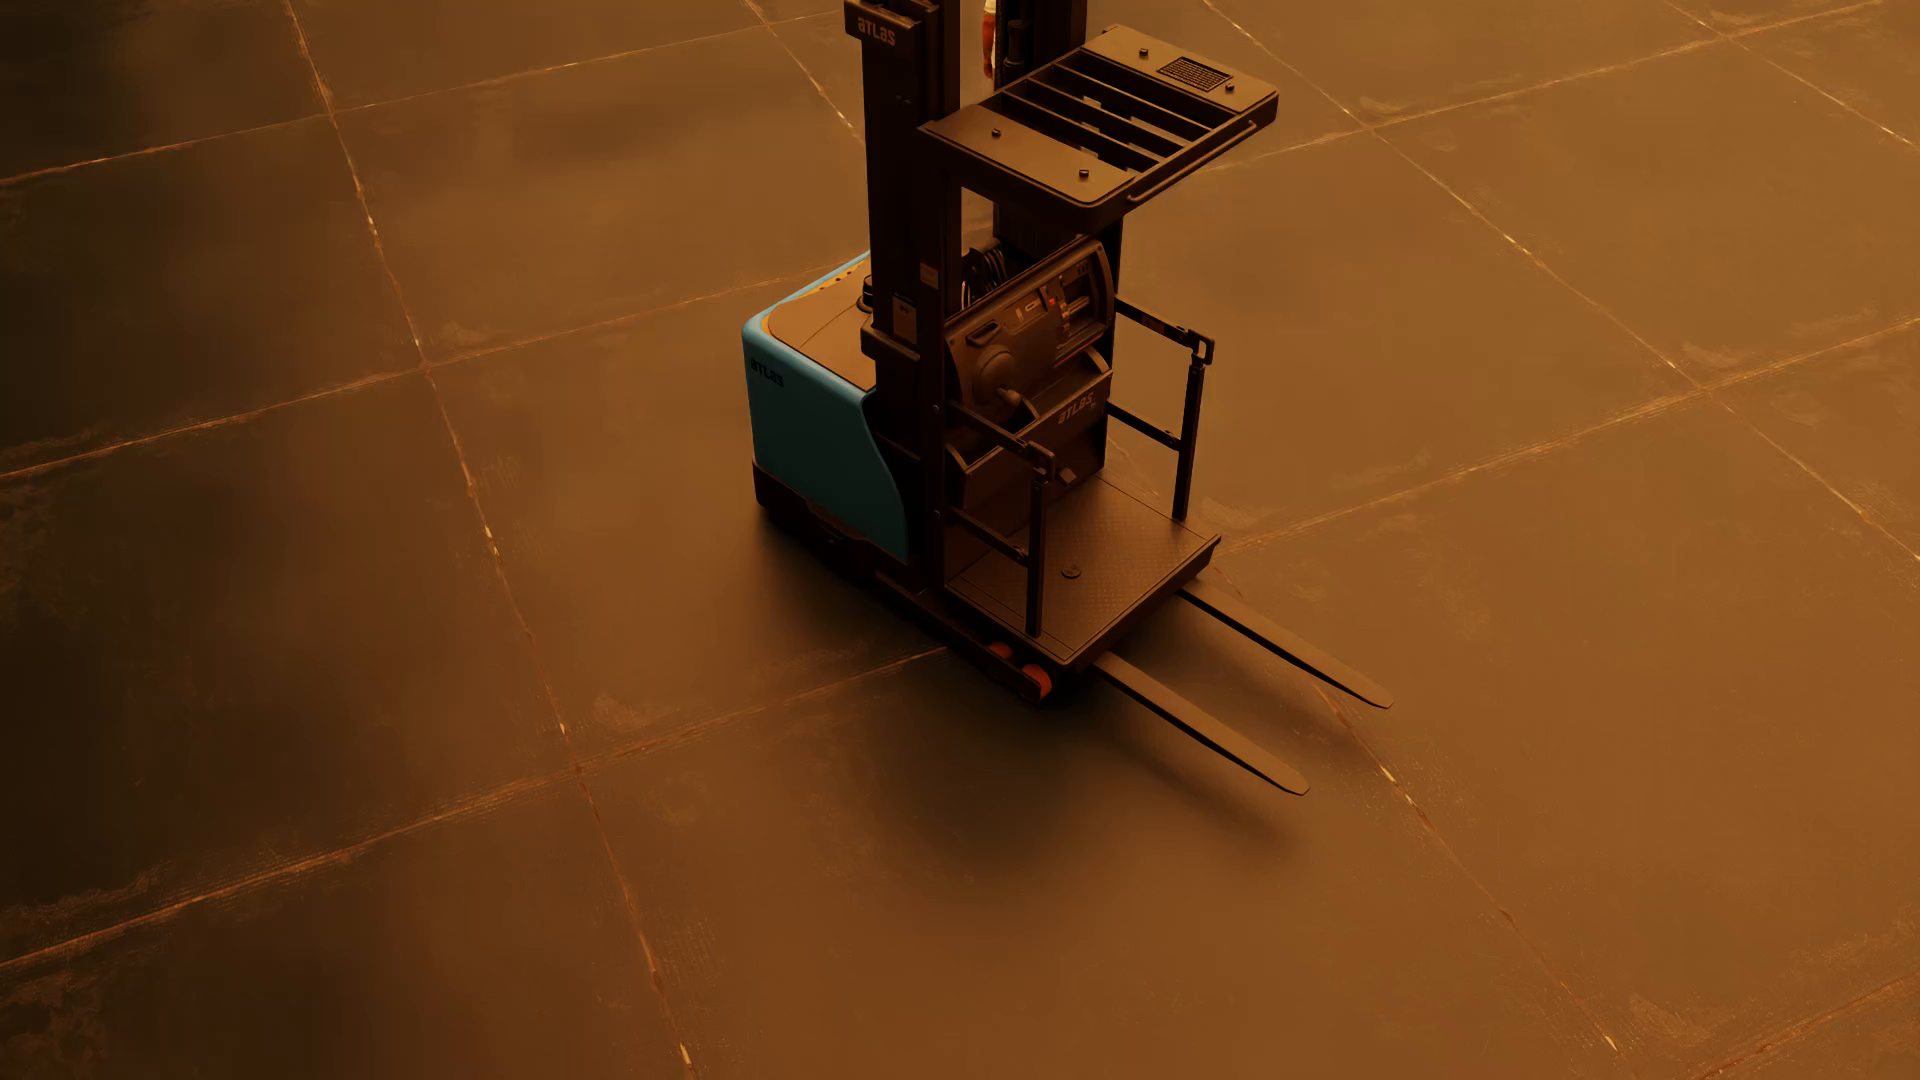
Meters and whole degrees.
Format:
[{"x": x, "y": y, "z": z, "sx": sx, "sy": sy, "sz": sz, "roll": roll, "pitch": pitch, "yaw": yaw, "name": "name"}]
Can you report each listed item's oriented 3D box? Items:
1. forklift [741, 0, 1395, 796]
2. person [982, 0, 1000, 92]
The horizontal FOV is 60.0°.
[{"x": 0.445, "y": -0.788, "z": 6.525, "sx": 3.031, "sy": 2.935, "sz": 1.130, "roll": 32, "pitch": 52, "yaw": 30, "name": "forklift"}, {"x": 0.408, "y": -2.769, "z": 9.577, "sx": 0.562, "sy": 1.665, "sz": 0.471, "roll": 4, "pitch": 43, "yaw": 4, "name": "person"}]
